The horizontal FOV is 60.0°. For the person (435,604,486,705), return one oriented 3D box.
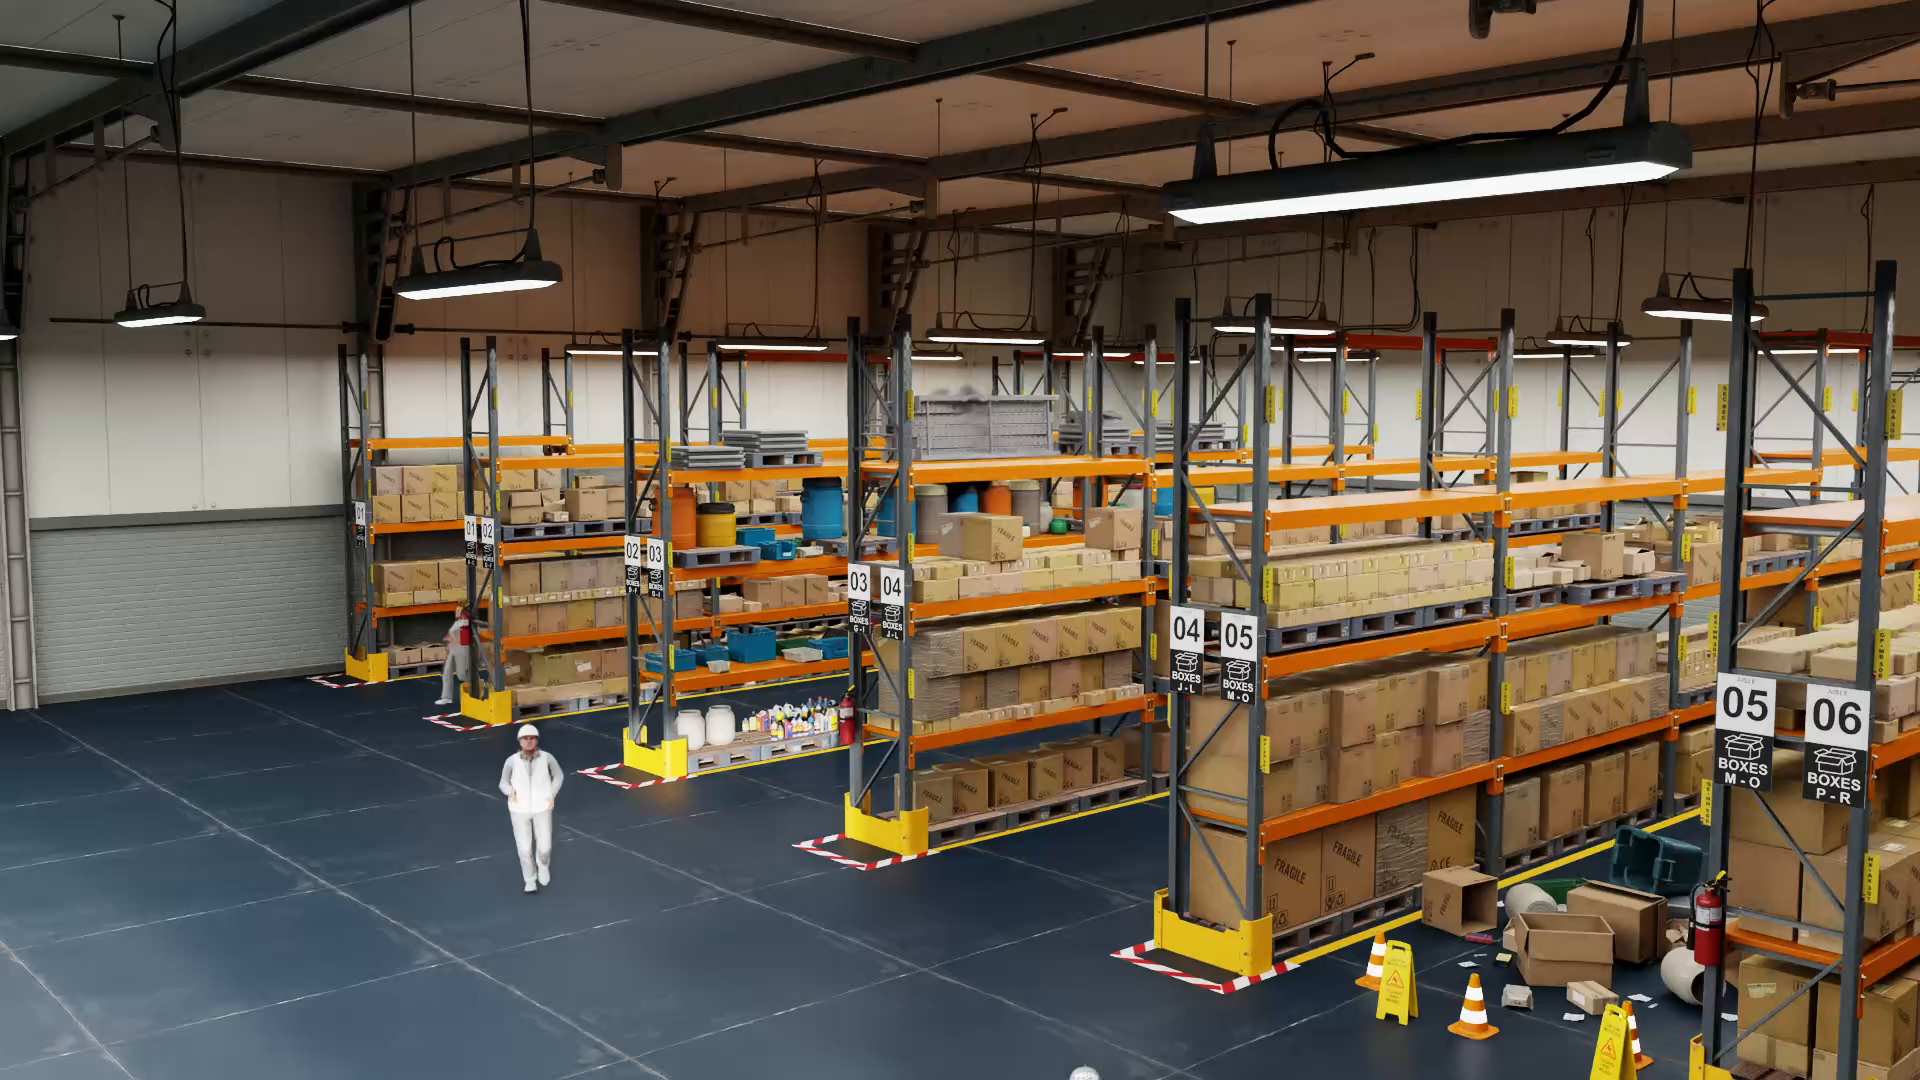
[{"bbox_3d":[-8.297,1.883,27.491,0.592,1.646,0.858,5,7,43],"label":"person"}]

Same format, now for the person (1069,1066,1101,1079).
[{"bbox_3d":[0.623,3.572,8.646,0.589,1.713,0.679,0,5,-5],"label":"person"}]

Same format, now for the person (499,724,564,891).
[{"bbox_3d":[-4.394,2.766,17.070,0.650,1.726,0.578,-1,5,-13],"label":"person"}]
